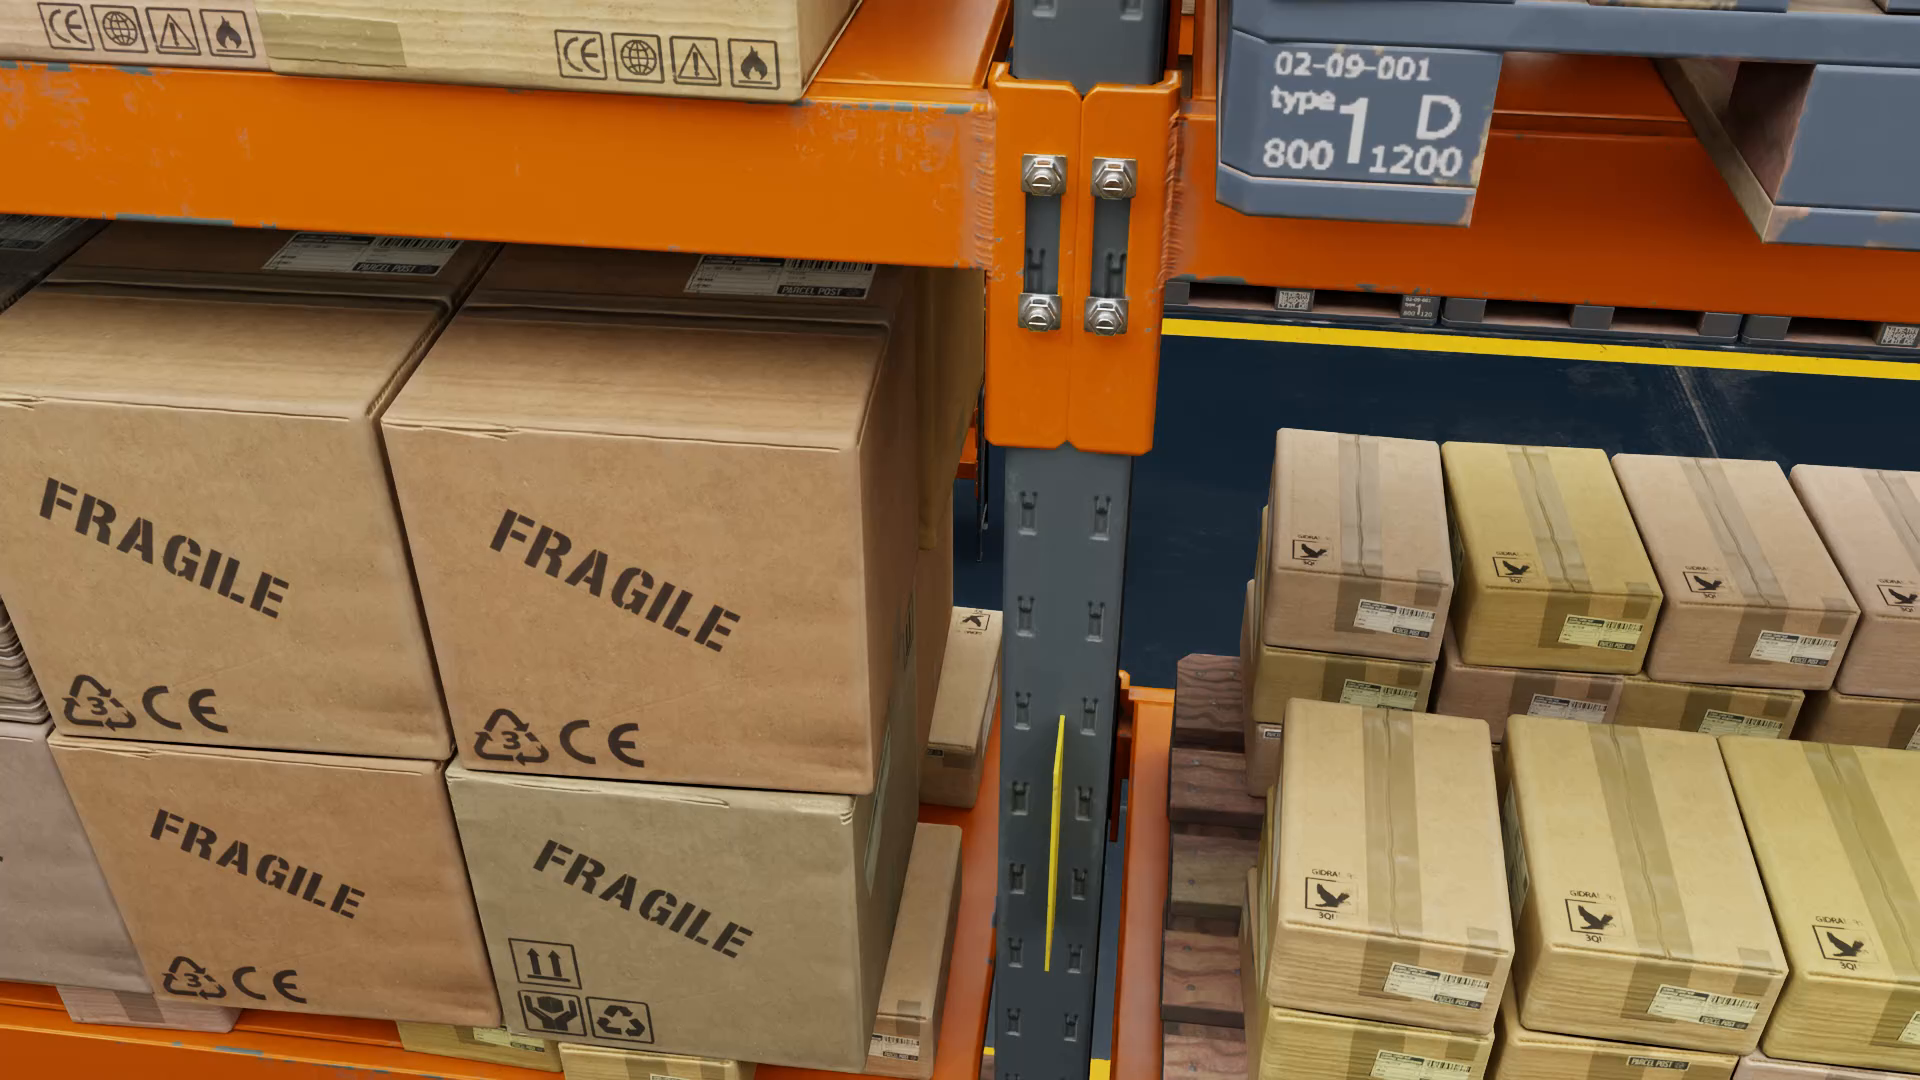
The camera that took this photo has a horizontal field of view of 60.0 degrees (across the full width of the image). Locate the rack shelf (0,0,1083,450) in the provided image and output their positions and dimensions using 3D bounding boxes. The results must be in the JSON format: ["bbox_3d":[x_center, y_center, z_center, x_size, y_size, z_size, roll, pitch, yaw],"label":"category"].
[{"bbox_3d":[-1.813,-0.683,2.162,4.000,0.370,1.077,4,36,6],"label":"rack shelf"}]

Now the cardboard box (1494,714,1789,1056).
[{"bbox_3d":[0.781,0.394,1.959,0.250,0.149,0.380,5,36,7],"label":"cardboard box"}]

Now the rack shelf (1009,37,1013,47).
[{"bbox_3d":[-1.282,-2.322,7.040,4.000,0.370,1.077,4,36,6],"label":"rack shelf"}]

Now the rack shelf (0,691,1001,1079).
[{"bbox_3d":[-1.813,0.538,3.033,4.000,0.370,1.077,4,36,6],"label":"rack shelf"}]

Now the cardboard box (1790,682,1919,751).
[{"bbox_3d":[1.370,0.176,2.520,0.250,0.149,0.380,3,36,4],"label":"cardboard box"}]

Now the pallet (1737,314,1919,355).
[{"bbox_3d":[3.896,-1.137,7.162,1.213,0.211,1.003,4,36,6],"label":"pallet"}]

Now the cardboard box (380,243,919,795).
[{"bbox_3d":[-0.329,-0.054,2.041,0.500,0.500,0.500,3,36,4],"label":"cardboard box"}]

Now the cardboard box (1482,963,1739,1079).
[{"bbox_3d":[0.761,0.516,2.044,0.250,0.149,0.380,4,36,5],"label":"cardboard box"}]

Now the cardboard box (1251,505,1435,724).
[{"bbox_3d":[0.591,0.119,2.600,0.250,0.149,0.380,5,36,7],"label":"cardboard box"}]

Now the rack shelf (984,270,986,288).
[{"bbox_3d":[-0.164,-0.820,5.190,0.480,0.148,0.258,4,36,6],"label":"rack shelf"}]

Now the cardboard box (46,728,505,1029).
[{"bbox_3d":[-0.859,0.319,2.378,0.500,0.500,0.500,3,36,5],"label":"cardboard box"}]

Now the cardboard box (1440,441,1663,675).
[{"bbox_3d":[0.861,0.019,2.484,0.250,0.149,0.380,3,36,5],"label":"cardboard box"}]

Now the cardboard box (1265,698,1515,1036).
[{"bbox_3d":[0.503,0.377,1.983,0.250,0.149,0.380,6,36,8],"label":"cardboard box"}]

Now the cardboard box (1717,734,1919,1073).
[{"bbox_3d":[1.035,0.414,1.930,0.250,0.149,0.380,5,36,6],"label":"cardboard box"}]

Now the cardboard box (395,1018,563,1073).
[{"bbox_3d":[-0.669,0.599,2.545,0.250,0.149,0.380,6,36,8],"label":"cardboard box"}]

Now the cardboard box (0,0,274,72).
[{"bbox_3d":[-0.844,-0.691,1.683,0.500,0.250,0.500,4,36,6],"label":"cardboard box"}]

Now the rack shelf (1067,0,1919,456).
[{"bbox_3d":[2.155,-0.387,1.747,4.000,0.370,1.077,4,36,6],"label":"rack shelf"}]

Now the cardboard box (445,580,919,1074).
[{"bbox_3d":[-0.345,0.358,2.323,0.500,0.500,0.500,4,36,6],"label":"cardboard box"}]

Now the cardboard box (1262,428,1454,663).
[{"bbox_3d":[0.594,0.000,2.511,0.250,0.149,0.380,6,36,8],"label":"cardboard box"}]

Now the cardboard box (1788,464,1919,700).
[{"bbox_3d":[1.377,0.059,2.428,0.250,0.149,0.380,4,36,6],"label":"cardboard box"}]

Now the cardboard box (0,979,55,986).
[{"bbox_3d":[-1.440,0.513,2.665,0.250,0.149,0.380,4,36,5],"label":"cardboard box"}]

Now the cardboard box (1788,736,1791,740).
[{"bbox_3d":[1.344,0.297,2.606,0.250,0.149,0.380,3,36,4],"label":"cardboard box"}]

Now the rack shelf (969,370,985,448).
[{"bbox_3d":[-0.164,-0.446,5.458,0.480,0.148,0.258,4,36,6],"label":"rack shelf"}]

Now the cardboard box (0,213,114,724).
[{"bbox_3d":[-1.349,-0.136,2.155,0.500,0.500,0.500,5,36,7],"label":"cardboard box"}]

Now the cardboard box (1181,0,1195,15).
[{"bbox_3d":[1.104,-2.221,6.408,0.500,0.250,0.500,3,36,5],"label":"cardboard box"}]

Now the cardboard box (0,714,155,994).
[{"bbox_3d":[-1.353,0.282,2.431,0.500,0.500,0.500,4,36,6],"label":"cardboard box"}]

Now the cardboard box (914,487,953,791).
[{"bbox_3d":[-0.288,0.050,2.756,0.500,0.500,0.500,4,36,5],"label":"cardboard box"}]

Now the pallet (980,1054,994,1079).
[{"bbox_3d":[-0.499,1.499,3.468,1.213,0.211,1.003,4,36,6],"label":"pallet"}]

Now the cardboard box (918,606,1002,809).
[{"bbox_3d":[-0.068,0.286,2.983,0.250,0.149,0.380,6,36,8],"label":"cardboard box"}]

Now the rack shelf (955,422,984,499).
[{"bbox_3d":[-0.164,-0.284,5.573,0.480,0.148,0.258,4,36,6],"label":"rack shelf"}]

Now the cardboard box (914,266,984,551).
[{"bbox_3d":[-0.245,-0.349,2.454,0.500,0.500,0.500,5,36,7],"label":"cardboard box"}]

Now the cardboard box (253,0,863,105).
[{"bbox_3d":[-0.350,-0.647,1.622,0.500,0.250,0.500,5,36,7],"label":"cardboard box"}]

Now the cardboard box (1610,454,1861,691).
[{"bbox_3d":[1.117,0.039,2.455,0.250,0.149,0.380,3,36,4],"label":"cardboard box"}]

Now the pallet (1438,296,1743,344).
[{"bbox_3d":[2.690,-1.229,7.290,1.213,0.211,1.003,4,36,6],"label":"pallet"}]

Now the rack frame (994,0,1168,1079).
[{"bbox_3d":[0.171,0.395,2.614,0.053,2.616,0.949,4,36,6],"label":"rack frame"}]

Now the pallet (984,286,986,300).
[{"bbox_3d":[-0.043,-1.433,7.576,1.213,0.211,1.003,4,36,6],"label":"pallet"}]

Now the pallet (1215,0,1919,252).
[{"bbox_3d":[0.770,-0.644,1.650,1.003,0.211,1.213,4,36,6],"label":"pallet"}]

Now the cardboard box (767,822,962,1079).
[{"bbox_3d":[-0.142,0.609,2.530,0.250,0.149,0.380,4,36,5],"label":"cardboard box"}]

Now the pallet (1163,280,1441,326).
[{"bbox_3d":[1.476,-1.318,7.415,1.213,0.211,1.003,4,36,6],"label":"pallet"}]

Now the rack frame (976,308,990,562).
[{"bbox_3d":[0.078,-0.483,5.393,0.015,1.200,0.240,4,36,6],"label":"rack frame"}]

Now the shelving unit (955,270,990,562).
[{"bbox_3d":[-0.164,-0.501,5.419,0.503,1.200,0.258,4,36,6],"label":"shelving unit"}]

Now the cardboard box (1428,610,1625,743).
[{"bbox_3d":[0.853,0.138,2.573,0.250,0.149,0.380,4,36,6],"label":"cardboard box"}]

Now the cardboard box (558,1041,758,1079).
[{"bbox_3d":[-0.411,0.653,2.469,0.250,0.149,0.380,3,36,5],"label":"cardboard box"}]

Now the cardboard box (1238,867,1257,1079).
[{"bbox_3d":[0.503,0.619,2.156,0.250,0.149,0.380,3,36,4],"label":"cardboard box"}]

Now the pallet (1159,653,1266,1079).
[{"bbox_3d":[0.911,0.612,2.476,1.213,0.211,1.003,4,36,6],"label":"pallet"}]

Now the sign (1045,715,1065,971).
[{"bbox_3d":[0.110,0.354,1.926,0.005,0.325,0.100,4,36,6],"label":"sign"}]

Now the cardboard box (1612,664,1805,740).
[{"bbox_3d":[1.098,0.158,2.545,0.250,0.149,0.380,6,36,8],"label":"cardboard box"}]

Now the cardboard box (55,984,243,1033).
[{"bbox_3d":[-1.195,0.563,2.596,0.250,0.149,0.380,3,36,4],"label":"cardboard box"}]

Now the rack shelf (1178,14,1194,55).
[{"bbox_3d":[2.685,-2.026,6.625,4.000,0.370,1.077,4,36,6],"label":"rack shelf"}]

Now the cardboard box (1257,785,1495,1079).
[{"bbox_3d":[0.503,0.498,2.069,0.250,0.149,0.380,5,36,7],"label":"cardboard box"}]

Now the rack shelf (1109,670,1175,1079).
[{"bbox_3d":[2.155,0.834,2.618,4.000,0.370,1.077,4,36,6],"label":"rack shelf"}]

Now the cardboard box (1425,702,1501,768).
[{"bbox_3d":[0.848,0.259,2.660,0.250,0.149,0.380,4,36,6],"label":"cardboard box"}]

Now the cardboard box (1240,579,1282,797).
[{"bbox_3d":[0.590,0.240,2.686,0.250,0.149,0.380,3,36,5],"label":"cardboard box"}]

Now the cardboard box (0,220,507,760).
[{"bbox_3d":[-0.843,-0.090,2.091,0.500,0.500,0.500,3,36,4],"label":"cardboard box"}]

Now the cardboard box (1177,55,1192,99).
[{"bbox_3d":[1.327,-1.773,7.119,0.875,0.875,0.875,5,36,7],"label":"cardboard box"}]

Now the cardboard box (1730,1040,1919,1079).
[{"bbox_3d":[1.017,0.535,2.018,0.250,0.149,0.380,5,36,7],"label":"cardboard box"}]
